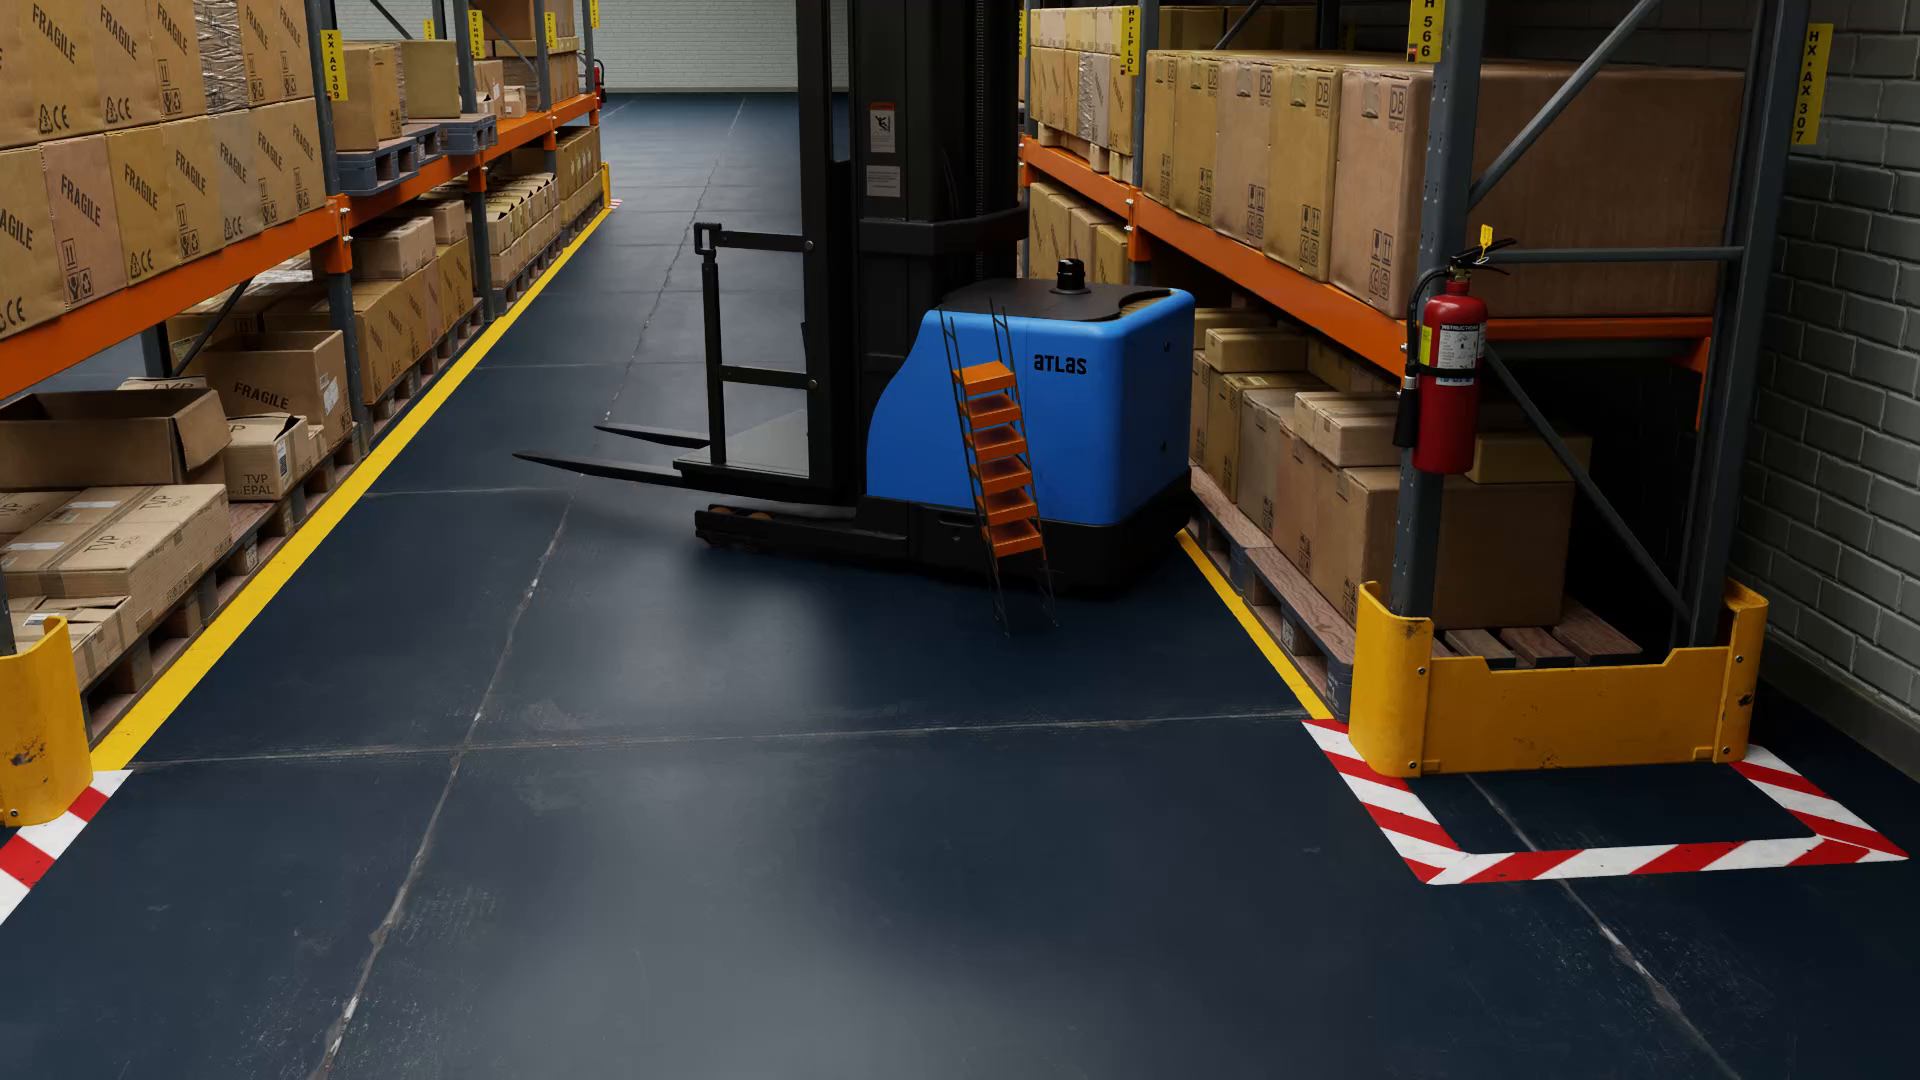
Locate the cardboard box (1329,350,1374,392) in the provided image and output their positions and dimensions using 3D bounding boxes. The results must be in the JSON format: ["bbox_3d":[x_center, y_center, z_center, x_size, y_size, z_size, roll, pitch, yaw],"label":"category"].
[{"bbox_3d":[1.711,-0.669,6.691,0.380,0.149,0.250,-2,18,-5],"label":"cardboard box"}]

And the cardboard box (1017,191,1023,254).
[{"bbox_3d":[0.836,-2.718,14.265,0.700,0.500,0.500,-2,18,-6],"label":"cardboard box"}]

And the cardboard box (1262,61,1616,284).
[{"bbox_3d":[1.655,-1.311,5.845,0.980,0.700,0.700,-2,18,-6],"label":"cardboard box"}]

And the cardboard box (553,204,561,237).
[{"bbox_3d":[-4.030,-2.995,15.599,0.500,0.250,0.500,-2,18,-6],"label":"cardboard box"}]

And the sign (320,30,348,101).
[{"bbox_3d":[-2.997,-2.270,7.954,0.100,0.325,0.005,-2,18,-6],"label":"sign"}]

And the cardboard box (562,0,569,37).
[{"bbox_3d":[-4.673,-5.768,18.208,0.700,0.500,0.500,-2,18,-7],"label":"cardboard box"}]

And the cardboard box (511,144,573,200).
[{"bbox_3d":[-4.097,-3.615,16.322,0.500,0.500,0.500,-2,18,-6],"label":"cardboard box"}]

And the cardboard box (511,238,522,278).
[{"bbox_3d":[-3.763,-2.233,13.170,0.500,0.250,0.500,-2,18,-7],"label":"cardboard box"}]

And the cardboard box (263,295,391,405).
[{"bbox_3d":[-3.343,-1.007,8.814,0.500,0.500,0.500,-3,18,-8],"label":"cardboard box"}]

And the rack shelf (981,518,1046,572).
[{"bbox_3d":[0.190,0.009,6.052,0.180,0.103,0.258,-13,19,-7],"label":"rack shelf"}]

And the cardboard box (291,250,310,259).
[{"bbox_3d":[-4.079,-1.597,10.694,0.500,0.500,0.500,-2,18,-6],"label":"cardboard box"}]

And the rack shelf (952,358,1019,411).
[{"bbox_3d":[0.086,-0.548,5.856,0.180,0.103,0.258,-13,19,-7],"label":"rack shelf"}]

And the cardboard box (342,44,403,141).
[{"bbox_3d":[-3.496,-2.437,9.063,0.700,0.500,0.500,1,17,3],"label":"cardboard box"}]

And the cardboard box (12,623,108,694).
[{"bbox_3d":[-2.825,0.369,5.019,0.380,0.149,0.250,-2,18,-6],"label":"cardboard box"}]

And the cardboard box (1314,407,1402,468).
[{"bbox_3d":[1.438,-0.355,5.690,0.380,0.149,0.250,-2,18,-6],"label":"cardboard box"}]

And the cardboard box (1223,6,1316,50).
[{"bbox_3d":[1.603,-2.694,8.801,0.500,0.250,0.500,-1,17,-4],"label":"cardboard box"}]

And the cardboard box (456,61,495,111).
[{"bbox_3d":[-4.192,-3.733,13.894,0.500,0.500,0.500,-2,18,-6],"label":"cardboard box"}]

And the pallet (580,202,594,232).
[{"bbox_3d":[-4.530,-3.493,17.952,1.003,0.211,1.213,-2,18,-6],"label":"pallet"}]

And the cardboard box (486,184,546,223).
[{"bbox_3d":[-3.925,-2.962,14.557,0.500,0.311,0.500,-2,18,-6],"label":"cardboard box"}]

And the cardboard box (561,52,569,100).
[{"bbox_3d":[-4.634,-5.017,17.982,0.700,0.500,0.500,-2,18,-5],"label":"cardboard box"}]

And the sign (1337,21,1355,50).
[{"bbox_3d":[1.943,-2.460,8.428,0.100,0.325,0.005,-2,18,-6],"label":"sign"}]

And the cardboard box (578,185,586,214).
[{"bbox_3d":[-4.200,-3.555,17.384,0.500,0.250,0.500,-2,18,-6],"label":"cardboard box"}]

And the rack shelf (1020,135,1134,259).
[{"bbox_3d":[1.185,-2.244,10.519,1.077,0.370,4.000,-2,18,-6],"label":"rack shelf"}]

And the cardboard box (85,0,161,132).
[{"bbox_3d":[-3.015,-1.616,5.480,0.500,0.500,0.500,-2,17,-5],"label":"cardboard box"}]

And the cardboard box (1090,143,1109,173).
[{"bbox_3d":[0.958,-2.203,9.574,0.380,0.149,0.250,-2,18,-6],"label":"cardboard box"}]

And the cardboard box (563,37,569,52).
[{"bbox_3d":[-4.438,-5.355,17.976,0.380,0.149,0.250,-1,17,-4],"label":"cardboard box"}]

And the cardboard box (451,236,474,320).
[{"bbox_3d":[-3.618,-1.775,11.263,0.500,0.500,0.500,-1,17,-3],"label":"cardboard box"}]

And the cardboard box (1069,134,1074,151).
[{"bbox_3d":[0.927,-2.663,11.037,0.380,0.149,0.250,-1,17,-4],"label":"cardboard box"}]

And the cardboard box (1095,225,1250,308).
[{"bbox_3d":[1.195,-1.356,9.377,0.750,0.750,0.750,-2,17,-5],"label":"cardboard box"}]

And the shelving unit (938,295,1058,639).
[{"bbox_3d":[0.141,-0.255,5.959,0.189,1.200,0.258,-13,19,-7],"label":"shelving unit"}]

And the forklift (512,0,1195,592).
[{"bbox_3d":[-0.566,-1.479,6.995,3.031,2.935,1.130,8,19,24],"label":"forklift"}]

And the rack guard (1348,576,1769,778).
[{"bbox_3d":[1.806,0.400,5.069,1.175,0.500,0.348,-2,18,-6],"label":"rack guard"}]

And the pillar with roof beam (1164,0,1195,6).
[{"bbox_3d":[-2.577,-6.327,12.306,9.100,9.000,0.400,-2,18,-6],"label":"pillar with roof beam"}]

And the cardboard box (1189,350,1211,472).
[{"bbox_3d":[1.415,-0.624,7.628,0.700,0.500,0.500,-2,18,-6],"label":"cardboard box"}]

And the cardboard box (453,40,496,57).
[{"bbox_3d":[-4.602,-4.653,15.739,0.380,0.149,0.250,-2,18,-6],"label":"cardboard box"}]

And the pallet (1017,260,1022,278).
[{"bbox_3d":[0.899,-2.086,13.469,1.003,0.211,1.213,-2,18,-6],"label":"pallet"}]

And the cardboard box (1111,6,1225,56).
[{"bbox_3d":[1.089,-2.680,8.757,0.500,0.250,0.500,-1,17,-4],"label":"cardboard box"}]

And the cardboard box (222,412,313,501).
[{"bbox_3d":[-3.117,-0.380,7.135,0.500,0.311,0.500,-2,18,-6],"label":"cardboard box"}]

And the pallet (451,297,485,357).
[{"bbox_3d":[-3.909,-1.475,11.524,1.003,0.211,1.213,-2,18,-6],"label":"pallet"}]

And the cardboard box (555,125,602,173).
[{"bbox_3d":[-4.422,-4.509,19.168,0.500,0.500,0.500,-2,18,-6],"label":"cardboard box"}]

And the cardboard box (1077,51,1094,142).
[{"bbox_3d":[0.987,-2.622,9.825,0.500,0.500,0.500,-2,18,-6],"label":"cardboard box"}]

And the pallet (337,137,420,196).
[{"bbox_3d":[-3.510,-1.988,8.821,1.003,0.211,1.213,-2,18,-6],"label":"pallet"}]

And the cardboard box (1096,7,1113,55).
[{"bbox_3d":[1.045,-2.833,9.243,0.500,0.250,0.500,-1,17,-4],"label":"cardboard box"}]

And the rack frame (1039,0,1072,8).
[{"bbox_3d":[0.566,-4.375,16.106,1.000,3.000,0.127,-2,18,-6],"label":"rack frame"}]

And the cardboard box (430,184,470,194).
[{"bbox_3d":[-4.465,-2.943,14.496,0.500,0.311,0.500,-2,18,-7],"label":"cardboard box"}]

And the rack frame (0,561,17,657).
[{"bbox_3d":[-3.123,-0.646,4.227,1.000,3.000,0.127,-2,18,-6],"label":"rack frame"}]

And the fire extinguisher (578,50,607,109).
[{"bbox_3d":[-4.324,-5.426,19.580,0.296,0.674,0.183,-2,18,-6],"label":"fire extinguisher"}]

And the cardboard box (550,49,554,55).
[{"bbox_3d":[-4.302,-4.969,16.746,0.380,0.149,0.250,-2,18,-7],"label":"cardboard box"}]

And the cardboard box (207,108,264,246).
[{"bbox_3d":[-3.119,-1.438,6.582,0.500,0.500,0.500,-1,17,-4],"label":"cardboard box"}]
